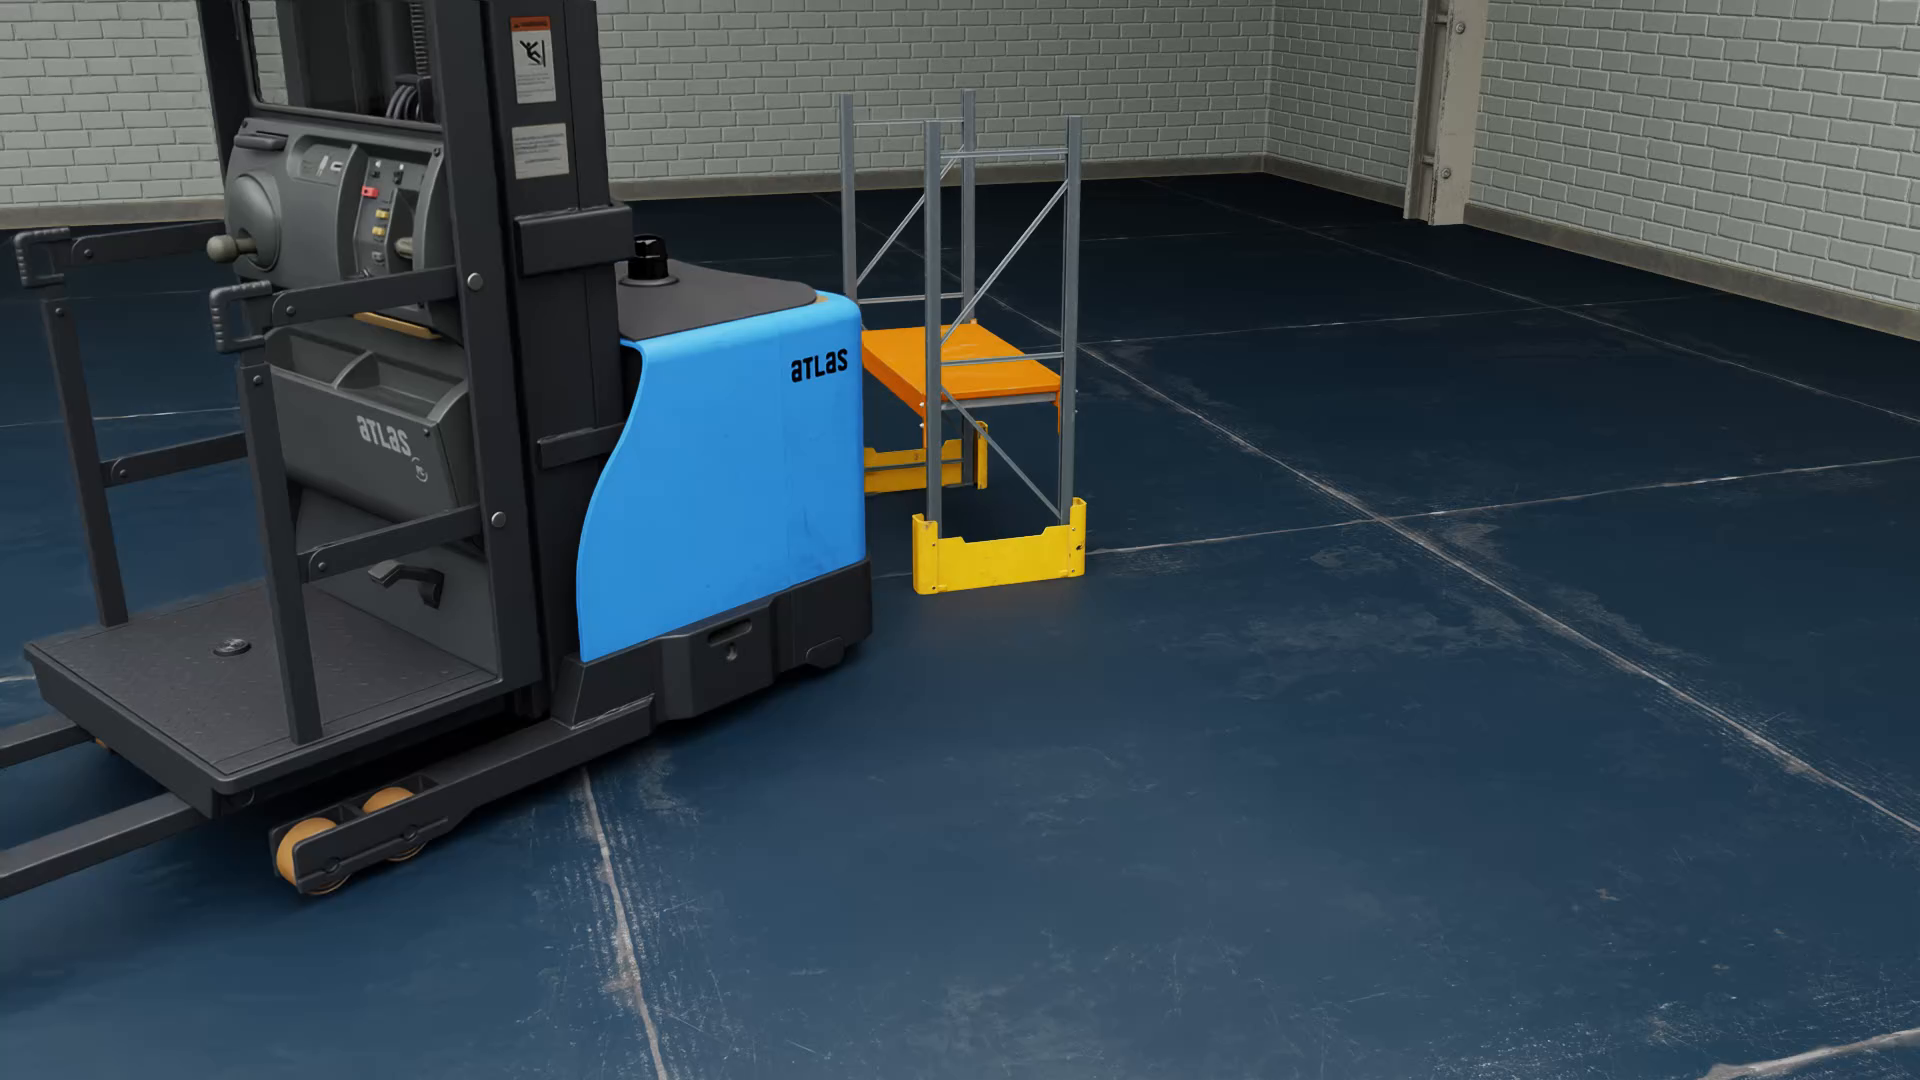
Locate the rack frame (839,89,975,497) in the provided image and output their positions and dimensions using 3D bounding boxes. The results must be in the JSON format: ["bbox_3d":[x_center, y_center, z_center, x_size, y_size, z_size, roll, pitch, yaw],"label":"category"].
[{"bbox_3d":[-0.187,-0.896,6.193,0.500,1.500,0.032,-6,21,-17],"label":"rack frame"}]

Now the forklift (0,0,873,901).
[{"bbox_3d":[-1.618,-0.781,3.756,1.130,2.935,3.031,17,26,39],"label":"forklift"}]

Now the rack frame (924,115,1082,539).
[{"bbox_3d":[0.133,-0.570,5.285,0.500,1.500,0.032,-6,21,-17],"label":"rack frame"}]

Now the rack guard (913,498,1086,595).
[{"bbox_3d":[0.133,0.018,5.497,0.587,0.250,0.087,-6,21,-17],"label":"rack guard"}]

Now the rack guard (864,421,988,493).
[{"bbox_3d":[-0.180,-0.302,6.387,0.587,0.250,0.087,-6,21,-17],"label":"rack guard"}]

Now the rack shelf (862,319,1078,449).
[{"bbox_3d":[-0.027,-0.564,5.800,0.538,0.185,1.000,-6,21,-17],"label":"rack shelf"}]

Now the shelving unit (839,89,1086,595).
[{"bbox_3d":[-0.024,-0.730,5.731,0.587,1.500,1.083,-6,21,-17],"label":"shelving unit"}]

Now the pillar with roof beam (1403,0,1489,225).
[{"bbox_3d":[-0.457,-6.223,9.929,9.100,9.000,0.400,-6,21,-17],"label":"pillar with roof beam"}]
